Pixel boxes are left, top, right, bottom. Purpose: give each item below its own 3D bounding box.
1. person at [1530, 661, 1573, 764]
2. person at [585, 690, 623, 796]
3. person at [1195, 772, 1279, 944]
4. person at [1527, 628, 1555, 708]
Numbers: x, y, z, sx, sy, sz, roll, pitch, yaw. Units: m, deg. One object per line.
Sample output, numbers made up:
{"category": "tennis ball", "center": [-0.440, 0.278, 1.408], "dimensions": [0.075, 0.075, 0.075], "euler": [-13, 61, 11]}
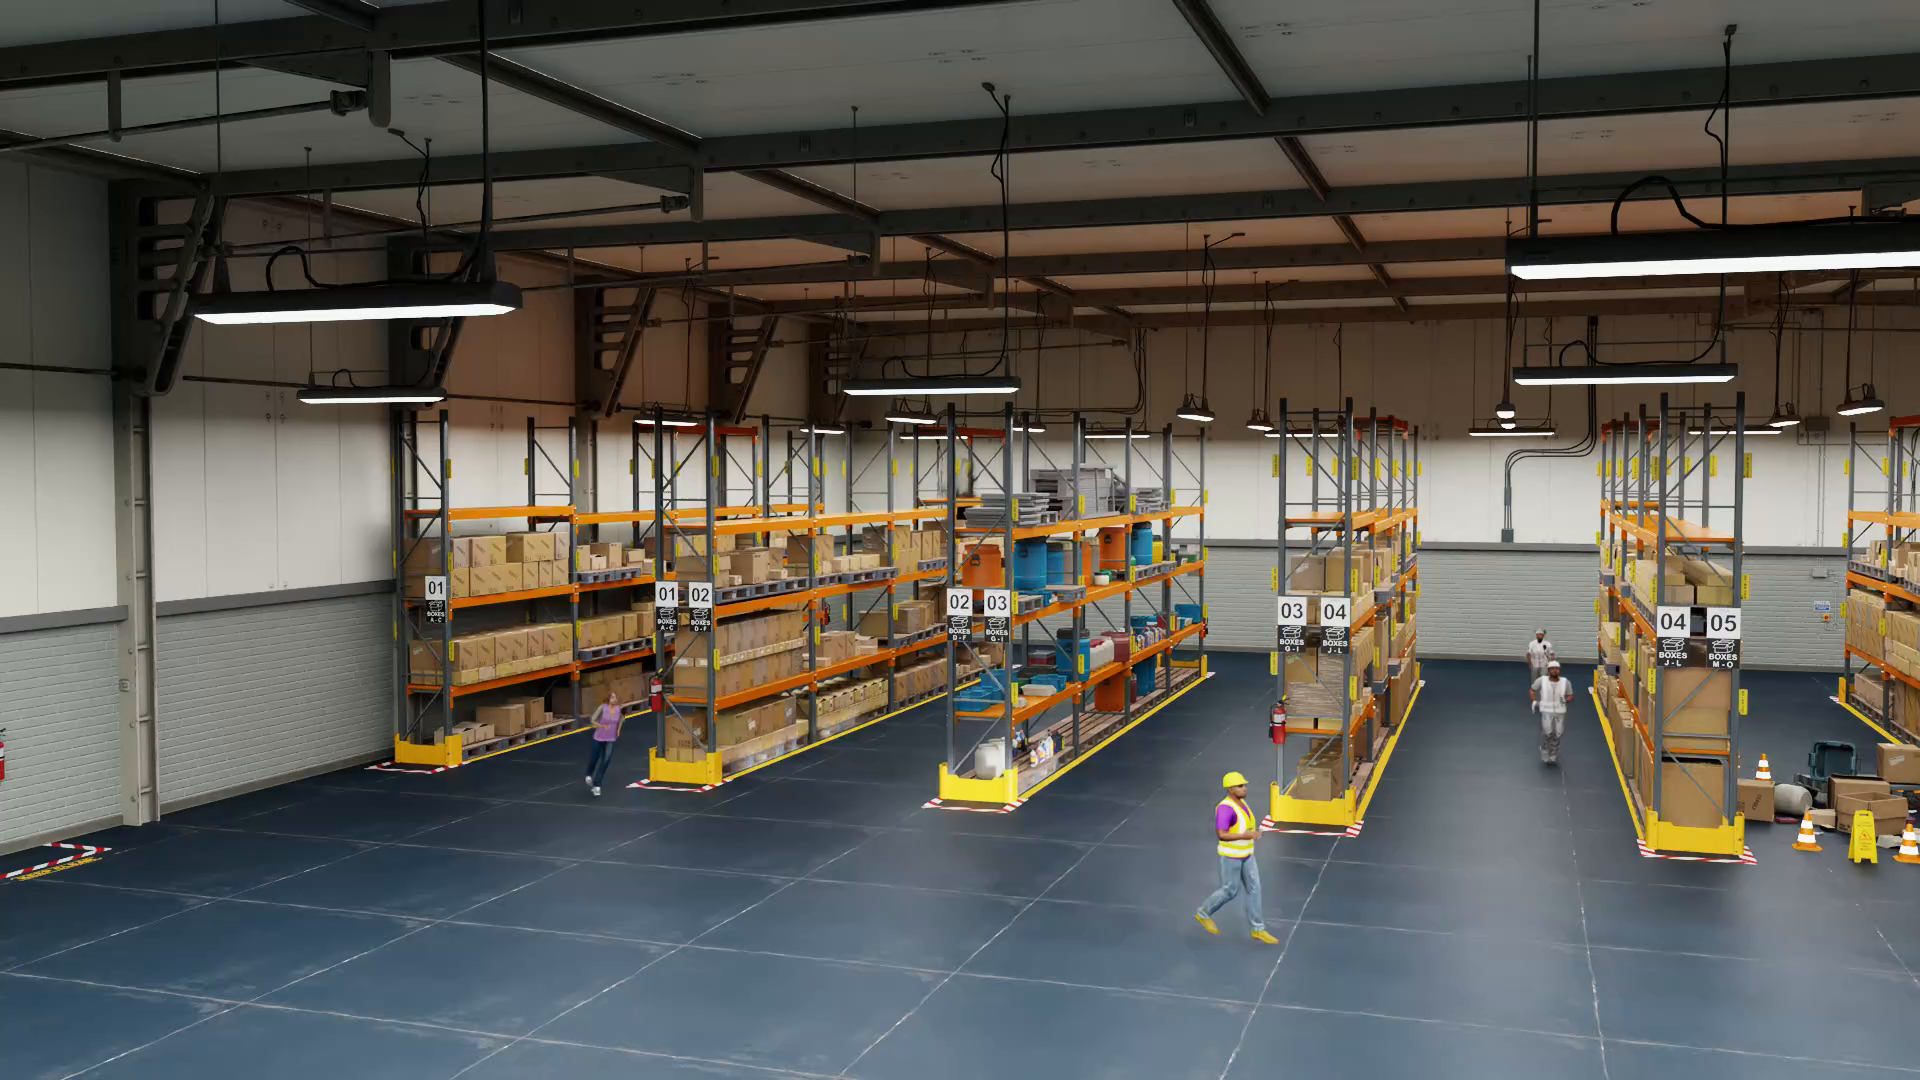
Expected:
{"category": "person", "center": [9.978, 2.906, 27.979], "dimensions": [0.662, 1.744, 0.657], "euler": [0, 2, 8]}
{"category": "person", "center": [-5.474, 3.108, 25.773], "dimensions": [0.567, 1.565, 0.848], "euler": [-1, 3, -22]}
{"category": "person", "center": [2.921, 3.330, 17.538], "dimensions": [0.917, 1.765, 0.701], "euler": [2, 3, 37]}
{"category": "person", "center": [12.226, 2.680, 35.012], "dimensions": [0.572, 1.676, 0.597], "euler": [1, 3, 22]}
